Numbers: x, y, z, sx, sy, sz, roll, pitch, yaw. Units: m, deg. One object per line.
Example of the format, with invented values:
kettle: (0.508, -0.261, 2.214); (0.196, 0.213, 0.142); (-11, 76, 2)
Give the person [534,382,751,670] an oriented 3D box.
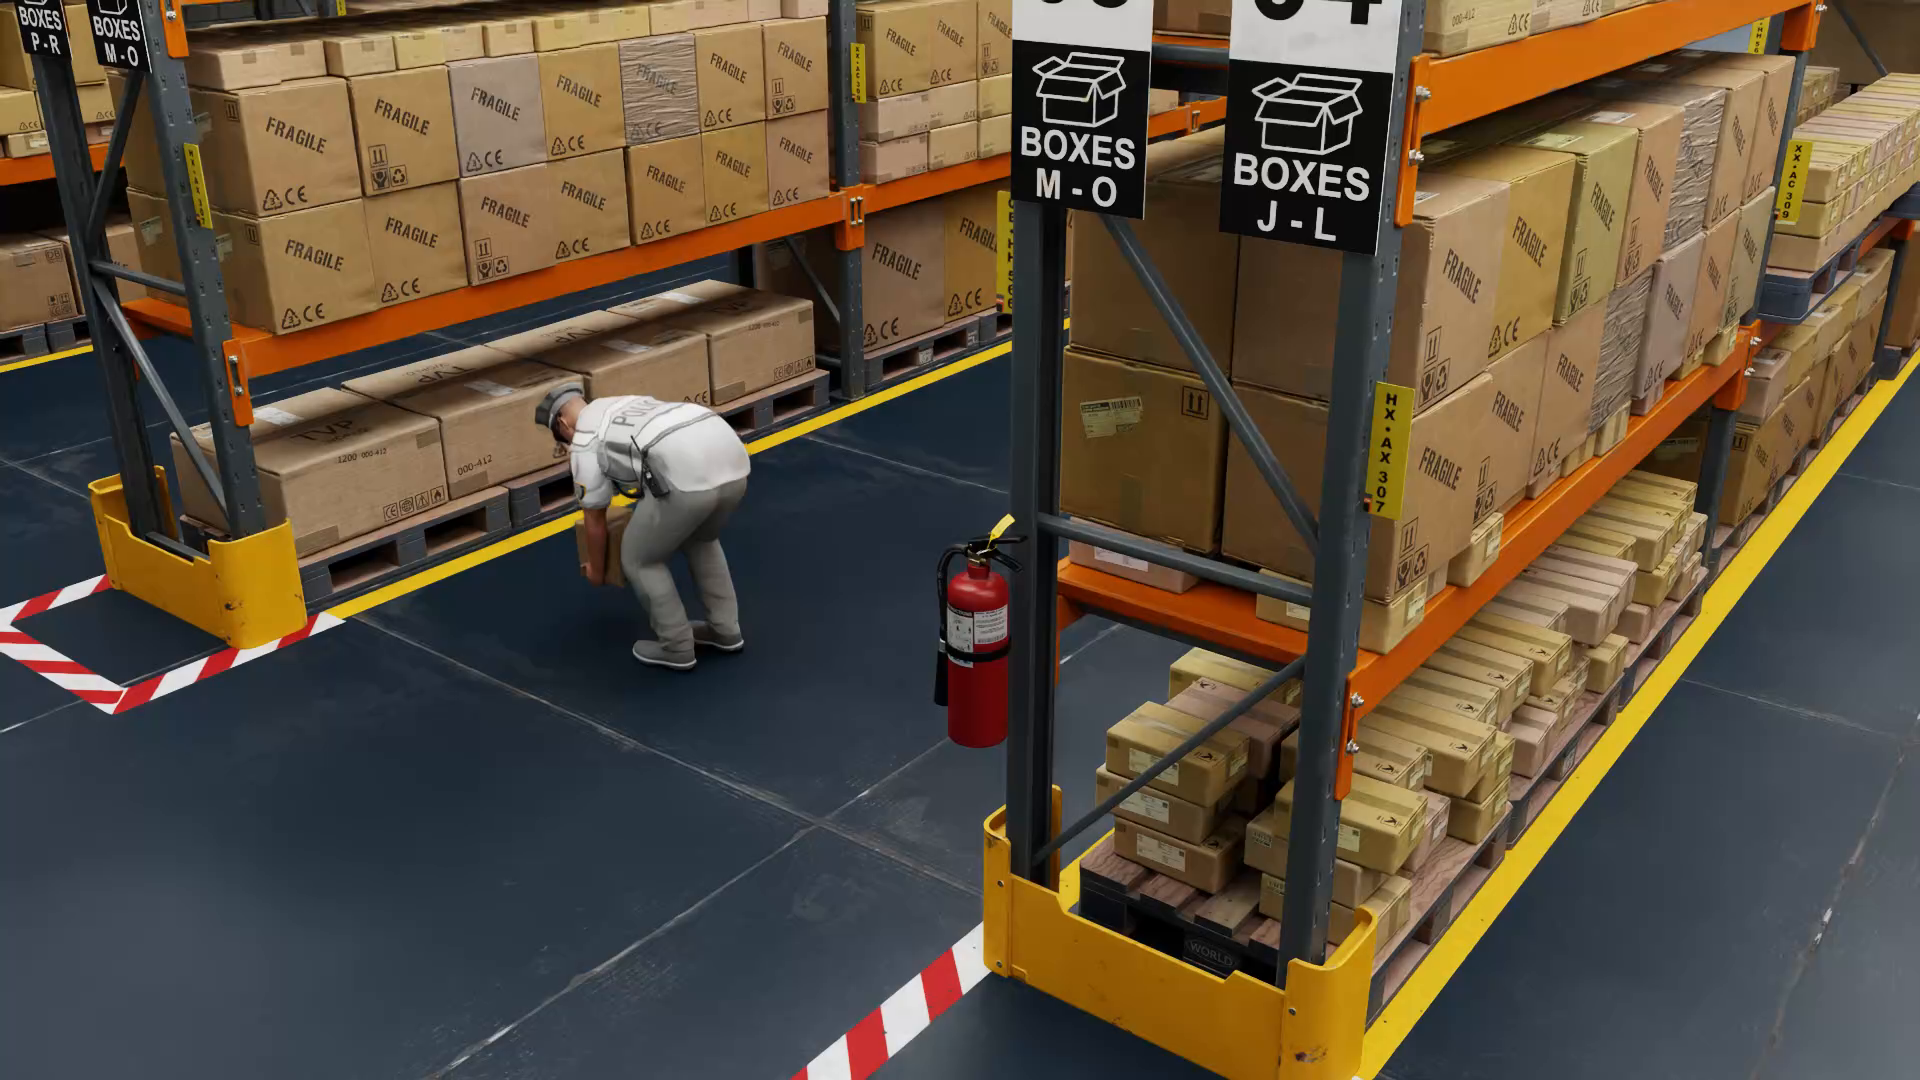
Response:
person: (-1.343, -0.072, 7.065); (1.045, 1.113, 0.490); (15, 28, 32)
